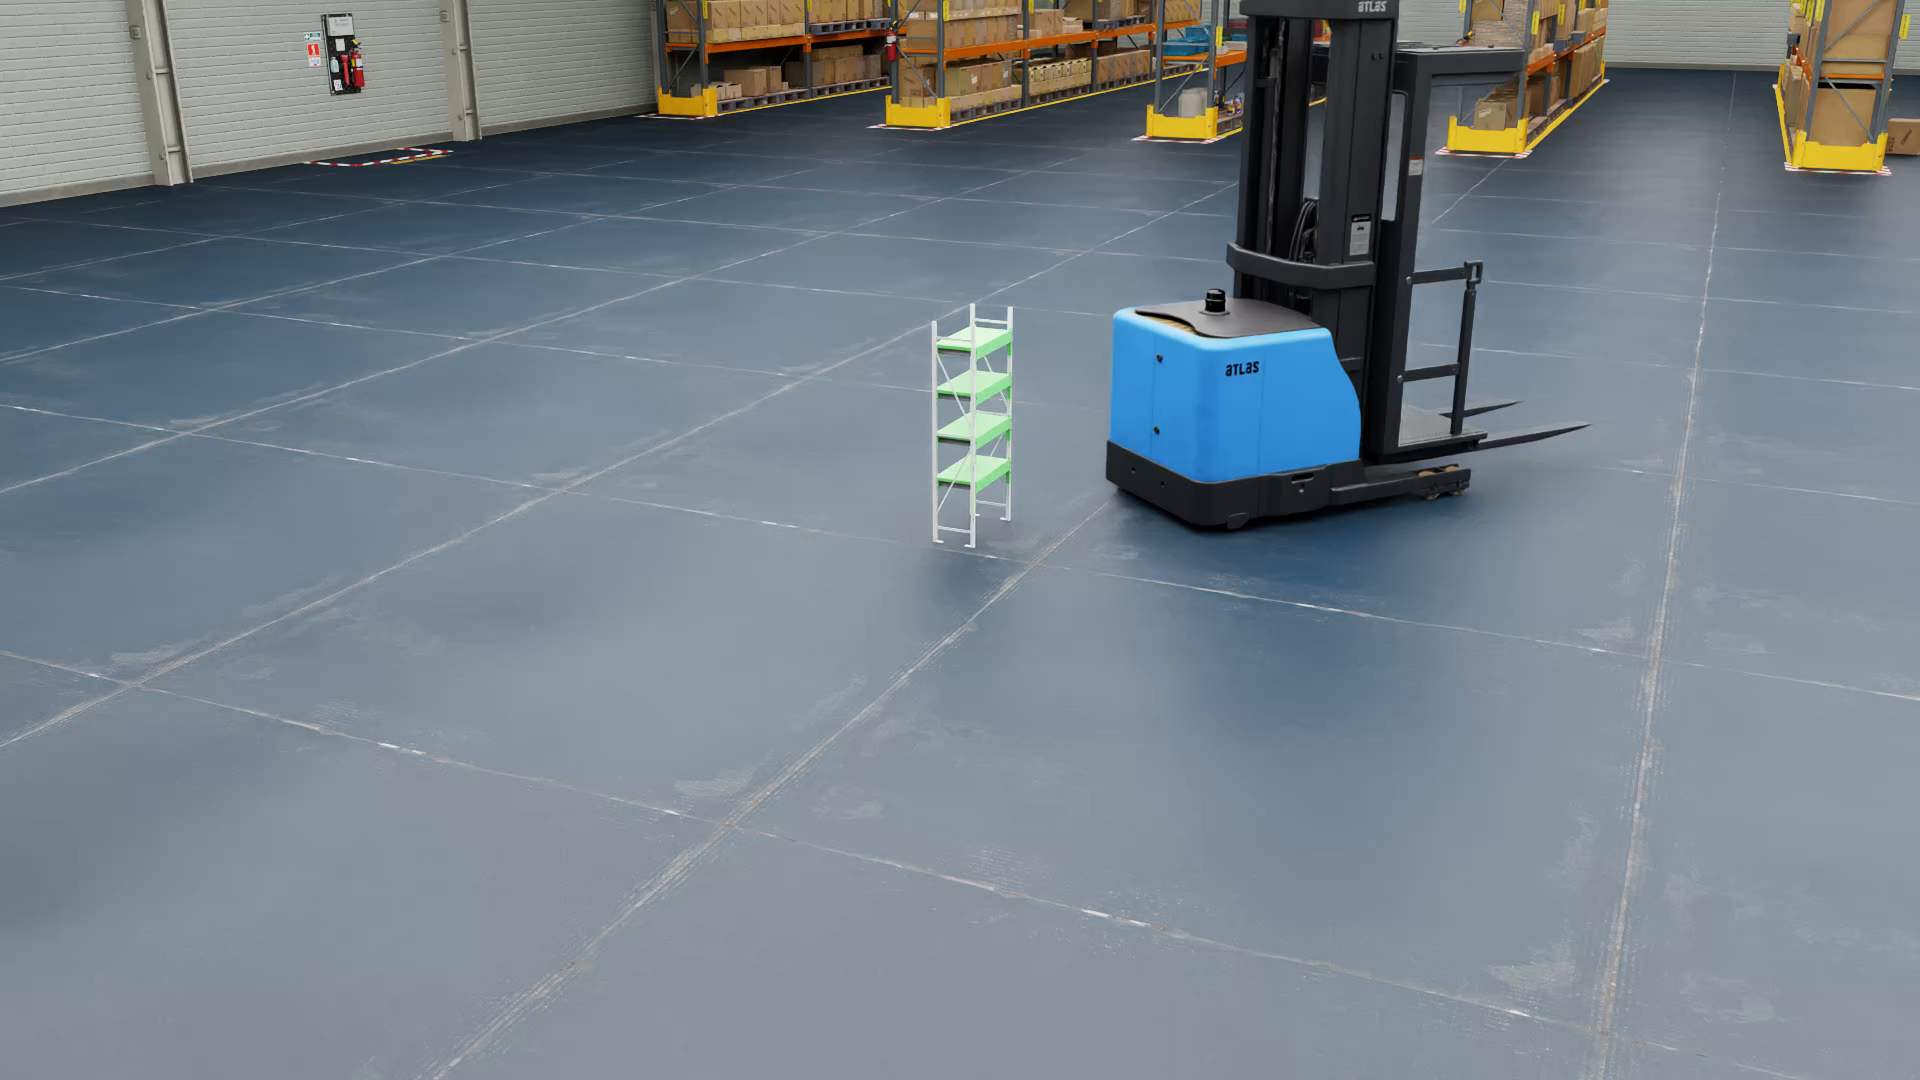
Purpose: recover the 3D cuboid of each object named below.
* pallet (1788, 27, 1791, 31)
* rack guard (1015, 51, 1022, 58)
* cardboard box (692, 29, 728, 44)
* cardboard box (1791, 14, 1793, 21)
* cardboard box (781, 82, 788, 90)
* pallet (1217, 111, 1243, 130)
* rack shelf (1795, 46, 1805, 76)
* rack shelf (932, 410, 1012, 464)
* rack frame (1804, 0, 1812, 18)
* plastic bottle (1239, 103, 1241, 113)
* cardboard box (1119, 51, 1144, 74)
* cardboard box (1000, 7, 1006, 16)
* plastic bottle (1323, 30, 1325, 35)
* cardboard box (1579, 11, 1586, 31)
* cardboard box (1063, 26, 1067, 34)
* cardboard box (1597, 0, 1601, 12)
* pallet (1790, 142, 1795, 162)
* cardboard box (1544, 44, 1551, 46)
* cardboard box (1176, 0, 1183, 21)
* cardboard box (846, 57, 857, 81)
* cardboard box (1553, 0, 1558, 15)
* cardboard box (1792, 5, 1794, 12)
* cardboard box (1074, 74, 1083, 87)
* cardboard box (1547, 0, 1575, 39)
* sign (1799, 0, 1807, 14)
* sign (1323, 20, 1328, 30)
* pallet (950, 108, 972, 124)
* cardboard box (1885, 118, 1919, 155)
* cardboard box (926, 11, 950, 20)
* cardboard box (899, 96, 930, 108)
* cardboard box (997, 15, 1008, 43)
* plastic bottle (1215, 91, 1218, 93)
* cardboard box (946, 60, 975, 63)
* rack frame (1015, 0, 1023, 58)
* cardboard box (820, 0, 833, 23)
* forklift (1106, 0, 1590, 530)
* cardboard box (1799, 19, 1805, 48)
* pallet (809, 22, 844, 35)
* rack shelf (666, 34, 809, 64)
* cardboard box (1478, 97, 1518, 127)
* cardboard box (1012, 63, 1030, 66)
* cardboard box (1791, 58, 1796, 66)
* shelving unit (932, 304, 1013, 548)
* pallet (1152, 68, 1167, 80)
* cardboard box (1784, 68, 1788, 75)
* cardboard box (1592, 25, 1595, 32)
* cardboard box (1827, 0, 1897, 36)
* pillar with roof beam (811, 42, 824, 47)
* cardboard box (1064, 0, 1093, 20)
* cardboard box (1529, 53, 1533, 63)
[{"bbox_3d":[17.238,-10.212,33.493,1.003,0.211,1.213,9,21,23],"label":"pallet"},{"bbox_3d":[1.291,-13.319,45.673,1.175,0.500,0.348,9,21,23],"label":"rack guard"},{"bbox_3d":[-4.781,-9.642,31.799,0.500,0.250,0.500,8,21,21],"label":"cardboard box"},{"bbox_3d":[16.464,-10.200,32.477,0.380,0.149,0.250,8,21,22],"label":"cardboard box"},{"bbox_3d":[-3.825,-9.525,34.848,0.380,0.166,0.250,6,20,16],"label":"cardboard box"},{"bbox_3d":[4.594,-7.574,29.950,1.003,0.211,1.213,9,21,23],"label":"pallet"},{"bbox_3d":[15.227,-8.343,29.025,1.077,0.370,4.000,9,21,23],"label":"rack shelf"},{"bbox_3d":[0.068,-0.556,8.931,0.258,0.148,0.480,9,21,23],"label":"rack shelf"},{"bbox_3d":[16.046,-9.293,30.623,1.000,3.000,0.127,9,21,23],"label":"rack frame"},{"bbox_3d":[5.016,-7.805,29.957,0.097,0.201,0.097,0,20,0],"label":"plastic bottle"},{"bbox_3d":[4.013,-11.277,39.276,0.500,0.500,0.500,9,21,23],"label":"cardboard box"},{"bbox_3d":[0.657,-10.146,31.905,0.380,0.149,0.250,9,21,23],"label":"cardboard box"},{"bbox_3d":[7.628,-10.740,34.988,0.097,0.201,0.097,0,20,0],"label":"plastic bottle"},{"bbox_3d":[12.425,-10.478,33.806,0.500,0.500,0.500,8,21,22],"label":"cardboard box"},{"bbox_3d":[2.055,-10.849,35.373,0.380,0.149,0.250,10,22,27],"label":"cardboard box"},{"bbox_3d":[13.838,-11.911,36.645,0.500,0.500,0.500,9,21,23],"label":"cardboard box"},{"bbox_3d":[13.026,-5.789,24.931,1.003,0.211,1.213,9,21,23],"label":"pallet"},{"bbox_3d":[9.993,-8.482,28.718,0.380,0.149,0.250,9,21,23],"label":"cardboard box"},{"bbox_3d":[5.242,-13.219,41.512,0.500,0.500,0.500,8,21,22],"label":"cardboard box"},{"bbox_3d":[-2.737,-10.549,37.227,0.700,0.500,0.500,8,21,22],"label":"cardboard box"},{"bbox_3d":[9.787,-9.112,28.028,0.500,0.500,0.500,9,21,23],"label":"cardboard box"},{"bbox_3d":[16.678,-10.500,32.877,0.380,0.149,0.250,8,21,22],"label":"cardboard box"},{"bbox_3d":[2.325,-9.915,35.849,0.500,0.250,0.500,8,21,22],"label":"cardboard box"},{"bbox_3d":[10.377,-9.486,29.643,1.000,1.000,1.000,9,21,23],"label":"cardboard box"},{"bbox_3d":[15.547,-9.873,30.644,0.100,0.325,0.005,9,21,23],"label":"sign"},{"bbox_3d":[7.548,-10.688,34.301,0.100,0.325,0.005,9,21,23],"label":"sign"},{"bbox_3d":[-0.475,-7.845,30.713,1.003,0.211,1.213,9,21,23],"label":"pallet"},{"bbox_3d":[14.708,-6.278,25.873,0.500,0.500,0.500,13,23,32],"label":"cardboard box"},{"bbox_3d":[-0.393,-9.363,29.701,0.380,0.149,0.250,8,21,22],"label":"cardboard box"},{"bbox_3d":[-0.800,-8.026,30.538,0.500,0.250,0.500,9,21,23],"label":"cardboard box"},{"bbox_3d":[0.502,-9.891,32.154,0.700,0.500,0.500,8,21,22],"label":"cardboard box"},{"bbox_3d":[4.768,-8.246,31.086,0.152,0.276,0.135,9,22,25],"label":"plastic bottle"},{"bbox_3d":[0.003,-8.993,32.138,0.500,0.500,0.500,9,21,23],"label":"cardboard box"},{"bbox_3d":[1.281,-14.489,45.234,1.000,3.000,0.127,9,21,23],"label":"rack frame"},{"bbox_3d":[-3.158,-11.396,35.730,0.700,0.500,0.500,11,22,28],"label":"cardboard box"},{"bbox_3d":[2.409,-1.762,9.550,3.031,2.935,1.130,-10,22,-25],"label":"forklift"},{"bbox_3d":[15.410,-9.084,29.887,0.500,0.500,0.500,8,21,22],"label":"cardboard box"},{"bbox_3d":[-3.187,-10.944,35.552,1.003,0.211,1.213,9,21,23],"label":"pallet"},{"bbox_3d":[-4.452,-9.870,33.320,1.077,0.370,4.000,9,21,23],"label":"rack shelf"},{"bbox_3d":[8.771,-6.955,27.153,0.500,0.500,0.500,15,25,37],"label":"cardboard box"},{"bbox_3d":[1.206,-9.784,34.644,0.500,0.311,0.500,8,21,23],"label":"cardboard box"},{"bbox_3d":[16.711,-9.381,32.856,0.500,0.250,0.500,9,22,25],"label":"cardboard box"},{"bbox_3d":[0.068,-0.616,8.910,0.258,1.200,0.503,9,21,23],"label":"shelving unit"},{"bbox_3d":[4.446,-11.484,40.945,1.003,0.211,1.213,9,21,23],"label":"pallet"},{"bbox_3d":[18.486,-10.382,36.869,0.380,0.149,0.250,9,22,24],"label":"cardboard box"},{"bbox_3d":[13.625,-11.154,36.230,0.380,0.149,0.250,9,21,23],"label":"cardboard box"},{"bbox_3d":[12.957,-7.535,23.845,0.875,0.550,0.550,9,21,23],"label":"cardboard box"},{"bbox_3d":[0.611,-14.001,34.907,9.100,9.000,0.400,9,21,23],"label":"pillar with roof beam"},{"bbox_3d":[2.681,-11.818,36.947,0.700,0.500,0.500,2,20,4],"label":"cardboard box"},{"bbox_3d":[8.856,-7.643,26.359,0.380,0.149,0.250,9,21,23],"label":"cardboard box"}]
